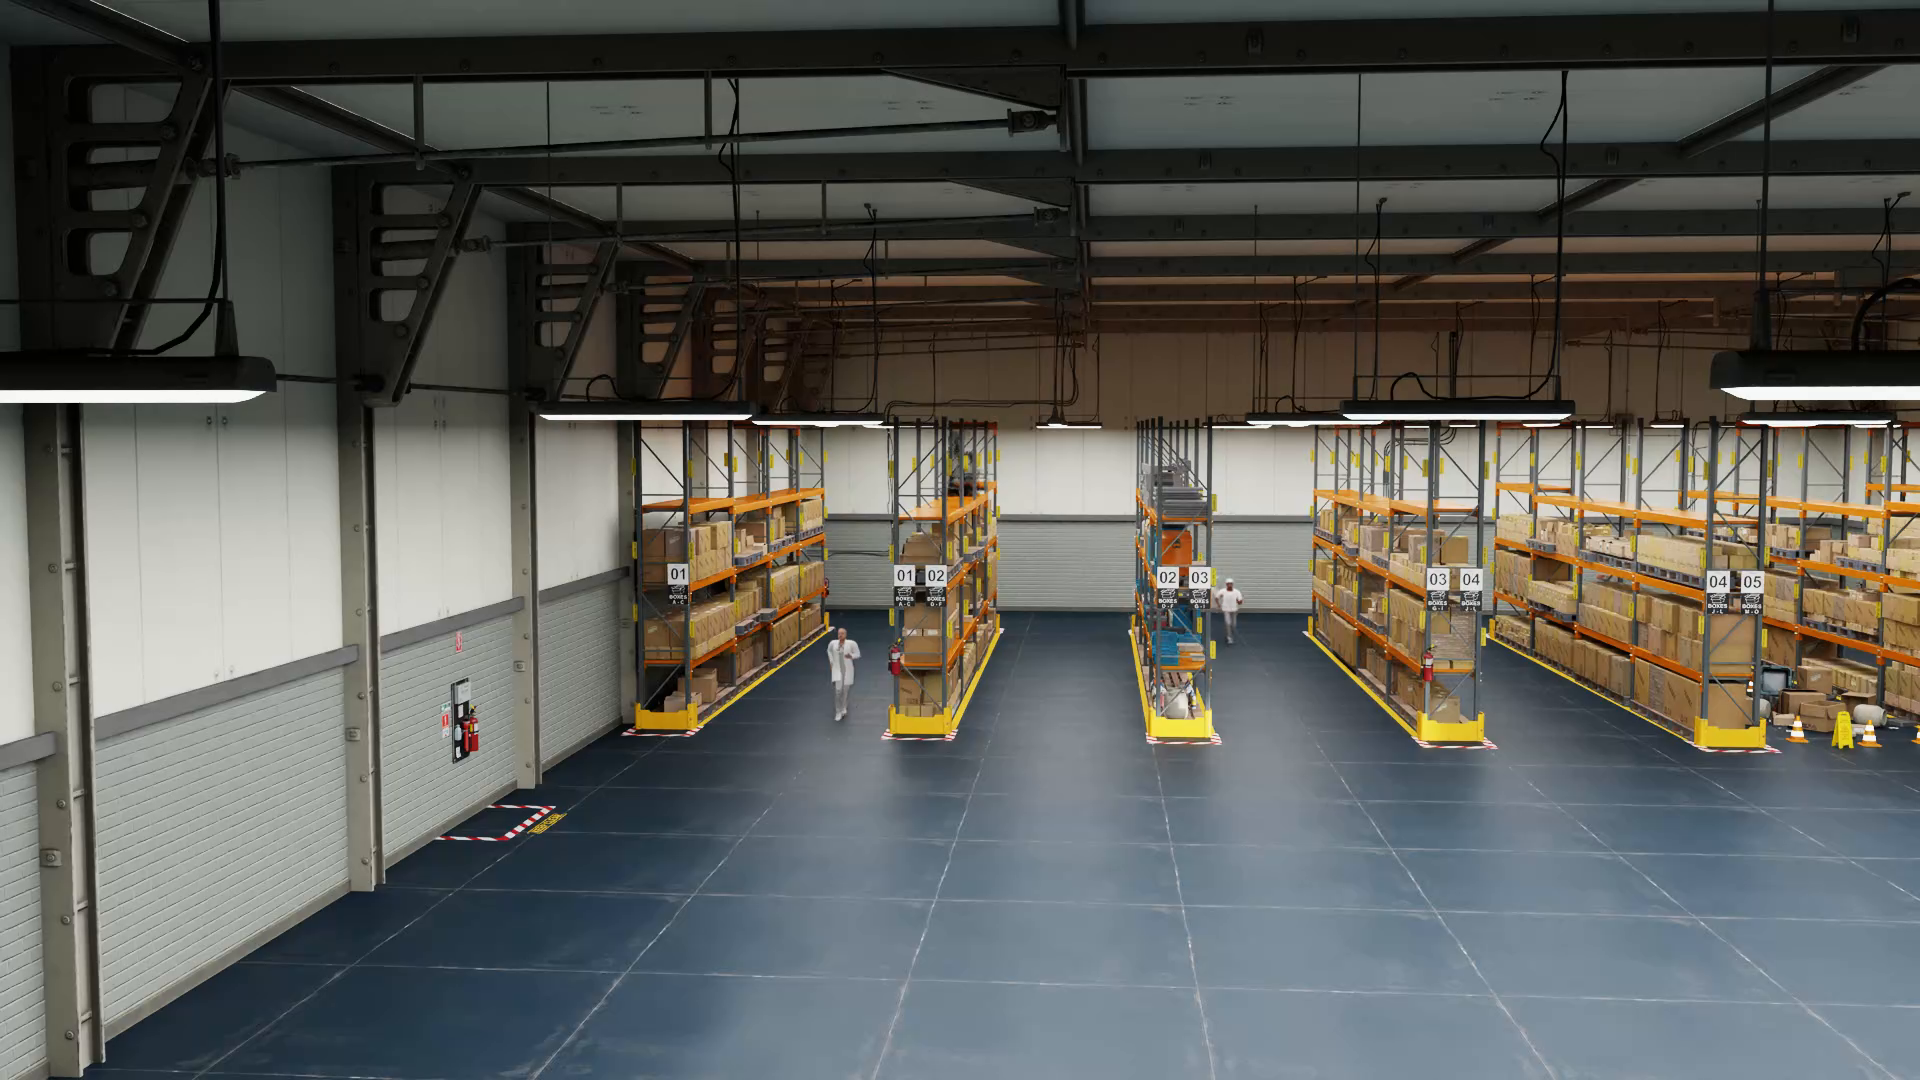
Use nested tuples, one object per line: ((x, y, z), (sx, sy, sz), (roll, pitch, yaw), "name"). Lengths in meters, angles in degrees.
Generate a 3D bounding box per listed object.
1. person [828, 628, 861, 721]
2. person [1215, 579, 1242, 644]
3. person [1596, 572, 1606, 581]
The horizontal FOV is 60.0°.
((-2.319, 2.675, 33.248), (0.668, 1.854, 0.864), (0, 4, -2), "person")
((7.278, 1.912, 44.910), (0.713, 1.747, 0.932), (0, 4, -5), "person")
((18.285, 1.786, 47.378), (0.781, 1.791, 0.628), (1, 4, 13), "person")
